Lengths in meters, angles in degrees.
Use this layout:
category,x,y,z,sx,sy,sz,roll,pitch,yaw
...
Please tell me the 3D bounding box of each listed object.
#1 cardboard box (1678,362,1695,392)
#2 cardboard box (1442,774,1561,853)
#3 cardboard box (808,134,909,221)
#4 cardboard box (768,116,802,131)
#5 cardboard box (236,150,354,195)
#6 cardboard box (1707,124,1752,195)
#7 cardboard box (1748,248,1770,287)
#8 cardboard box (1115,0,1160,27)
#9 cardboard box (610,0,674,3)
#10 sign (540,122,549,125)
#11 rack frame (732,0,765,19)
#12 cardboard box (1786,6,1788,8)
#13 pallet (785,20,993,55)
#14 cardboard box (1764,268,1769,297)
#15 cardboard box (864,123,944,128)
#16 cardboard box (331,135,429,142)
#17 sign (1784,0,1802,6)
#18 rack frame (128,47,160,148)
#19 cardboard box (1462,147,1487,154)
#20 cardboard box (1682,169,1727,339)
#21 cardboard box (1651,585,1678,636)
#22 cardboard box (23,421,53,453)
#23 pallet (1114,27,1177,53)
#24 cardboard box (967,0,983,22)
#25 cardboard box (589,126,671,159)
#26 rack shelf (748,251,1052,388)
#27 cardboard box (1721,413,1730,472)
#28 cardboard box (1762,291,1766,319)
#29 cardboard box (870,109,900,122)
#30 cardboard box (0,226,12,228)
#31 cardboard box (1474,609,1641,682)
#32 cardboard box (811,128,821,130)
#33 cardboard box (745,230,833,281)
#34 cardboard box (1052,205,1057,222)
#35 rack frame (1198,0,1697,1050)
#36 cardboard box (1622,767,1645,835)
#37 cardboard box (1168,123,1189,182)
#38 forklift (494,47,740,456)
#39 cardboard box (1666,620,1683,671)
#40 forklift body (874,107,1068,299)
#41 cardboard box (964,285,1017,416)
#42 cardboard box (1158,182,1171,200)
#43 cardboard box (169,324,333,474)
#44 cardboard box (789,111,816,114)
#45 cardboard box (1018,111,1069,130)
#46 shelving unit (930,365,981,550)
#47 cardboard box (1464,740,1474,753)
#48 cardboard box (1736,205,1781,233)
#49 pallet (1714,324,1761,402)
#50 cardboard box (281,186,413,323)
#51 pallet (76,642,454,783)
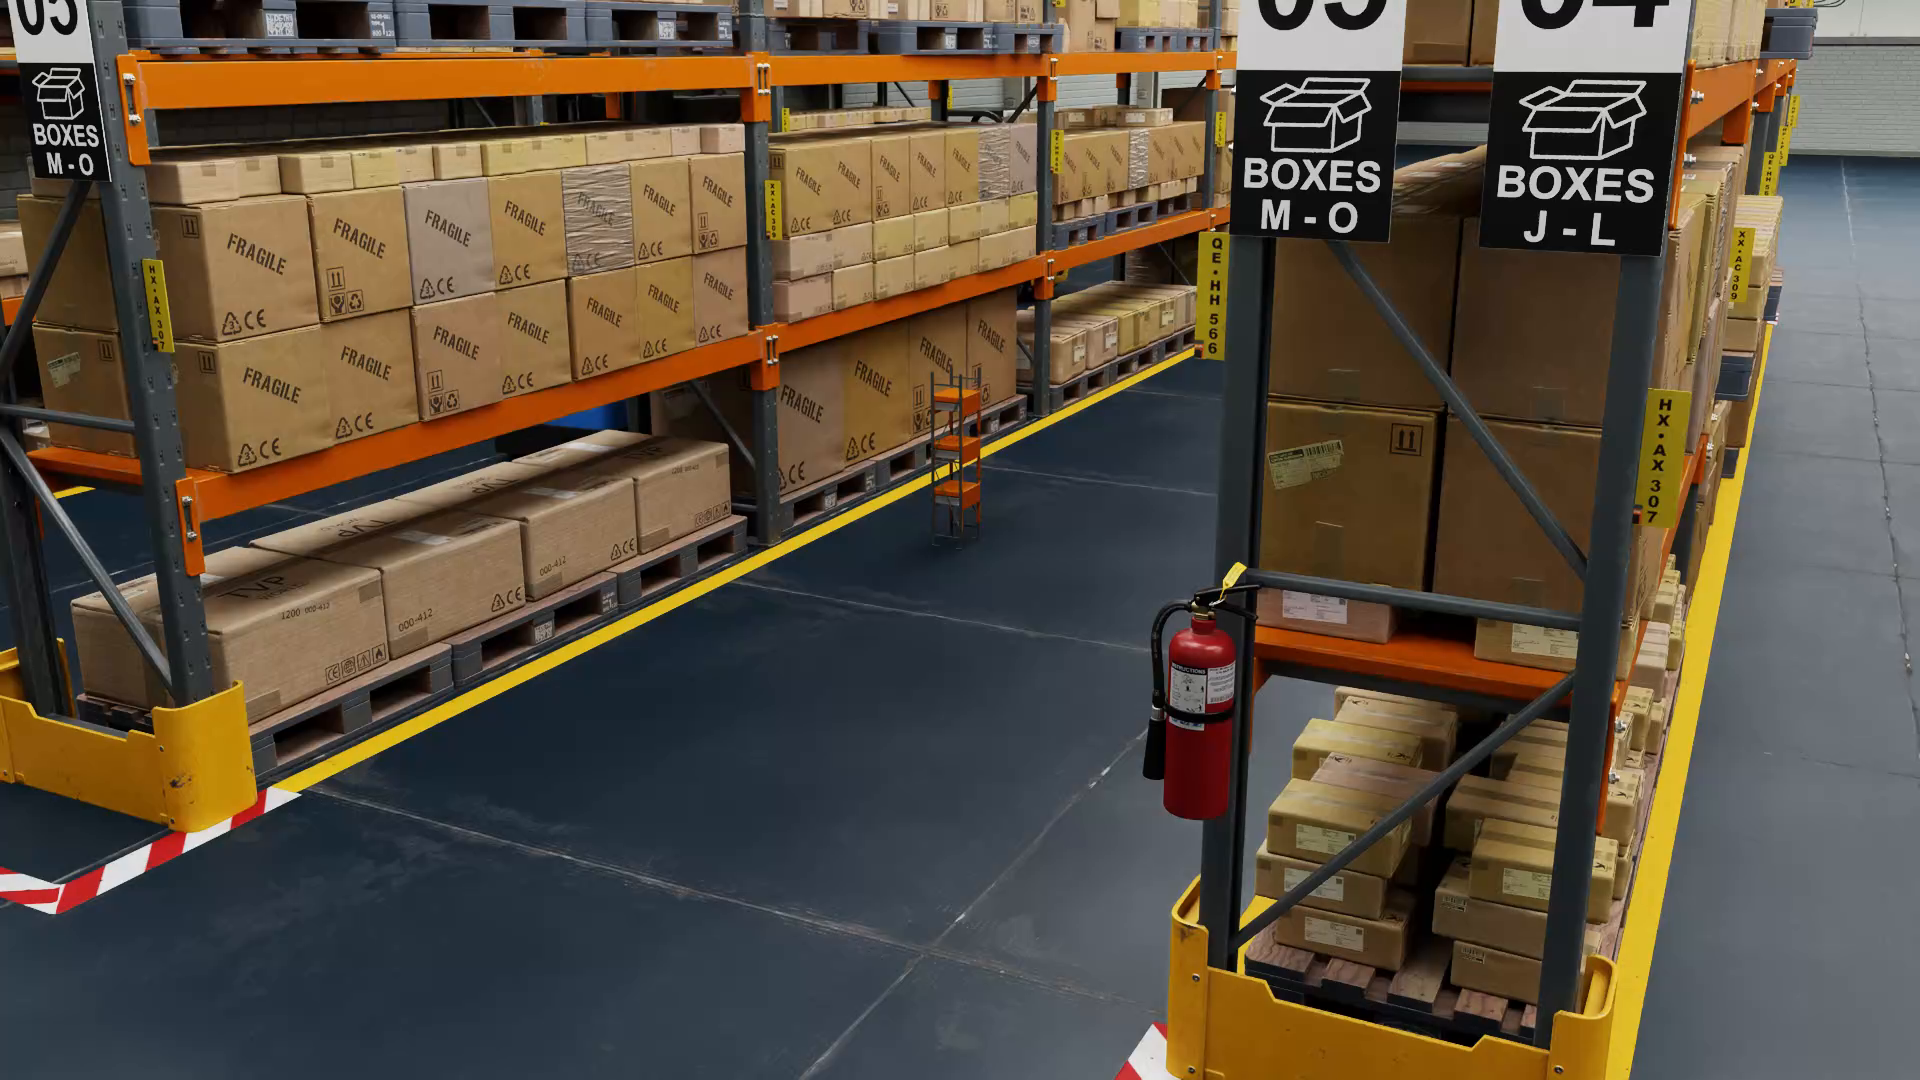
category,x,y,z,sx,sy,sz,roll,pitch,yaw
cardboard box,2.038,-0.375,5.320,0.500,0.500,0.500,8,18,26
cardboard box,1.697,0.862,5.079,0.380,0.149,0.250,8,19,26
cardboard box,-0.660,-2.329,10.664,0.500,0.500,0.500,8,18,24
cardboard box,-2.002,-4.679,18.671,0.380,0.149,0.250,9,19,26
cardboard box,-2.652,-1.467,6.625,0.380,0.149,0.250,9,19,27
cardboard box,5.380,-2.780,12.186,0.700,0.500,0.500,8,18,25
cardboard box,3.518,-1.269,7.688,0.380,0.149,0.250,9,19,28
cardboard box,1.441,-4.645,14.653,0.500,0.250,0.500,8,18,26
cardboard box,-1.660,-2.761,8.313,0.380,0.149,0.250,9,19,27
sign,-3.708,-3.565,14.865,0.100,0.325,0.005,8,18,25
rack frame,-1.543,-4.341,8.835,1.000,3.000,0.127,8,18,25
cardboard box,5.919,-4.069,12.431,0.500,0.311,0.500,7,18,23
pallet,-0.493,-3.376,11.184,1.003,0.211,1.213,9,19,28
cardboard box,3.863,-1.325,8.398,0.380,0.149,0.250,7,18,23
cardboard box,-0.408,-2.789,12.216,0.500,0.500,0.500,8,18,26
cardboard box,-2.694,-1.798,7.739,0.380,0.149,0.250,9,19,27
sign,5.203,-3.496,10.351,0.100,0.325,0.005,8,18,25
rack frame,-5.985,-2.096,11.813,1.000,3.000,0.127,8,18,25
cardboard box,2.293,-1.313,6.723,0.500,0.500,0.500,7,18,24
cardboard box,2.278,-0.982,5.608,0.500,0.500,0.500,7,18,24
cardboard box,2.821,0.277,7.048,0.380,0.149,0.250,8,18,25
cardboard box,-6.131,-0.716,11.232,0.396,0.266,0.258,9,19,27
pallet,1.200,-4.443,14.775,1.213,0.211,1.003,8,18,25
cardboard box,-0.058,-3.664,11.321,0.396,0.266,0.258,8,18,24
cardboard box,-1.731,-2.069,8.651,0.380,0.149,0.250,8,18,25
rack shelf,-0.649,-1.630,11.507,1.077,0.370,4.000,8,18,25
cardboard box,4.658,-0.682,10.706,0.500,0.500,0.500,8,18,25
cardboard box,3.979,-1.247,8.659,0.380,0.149,0.250,7,18,23
cardboard box,-0.964,-5.265,20.644,0.380,0.149,0.250,9,19,27
cardboard box,-6.666,-1.946,11.049,0.500,0.250,0.500,8,18,25
cardboard box,1.581,0.237,4.399,0.380,0.149,0.250,8,18,25
cardboard box,-1.827,-4.676,19.185,0.380,0.149,0.250,8,18,25
cardboard box,-1.094,-1.709,9.896,0.500,0.250,0.500,8,18,24
cardboard box,0.556,-2.624,13.295,0.380,0.149,0.250,7,18,22
rack frame,1.143,0.158,4.226,1.000,3.000,0.127,8,18,25
cardboard box,2.243,0.908,5.968,0.380,0.149,0.250,7,18,23
cardboard box,1.810,-3.622,15.514,0.500,0.500,0.500,8,18,26
forklift,-2.290,-2.305,12.637,1.130,2.935,3.031,7,18,22
cardboard box,2.861,0.423,7.079,0.380,0.149,0.250,7,18,23
forklift body,0.162,-4.030,19.817,2.313,2.155,1.214,8,18,25
cardboard box,-0.138,-1.502,12.806,0.875,0.875,0.875,8,18,25
cardboard box,1.722,-3.217,15.292,0.380,0.149,0.250,8,18,26
cardboard box,-2.859,-0.580,6.534,0.500,0.500,0.500,8,18,25
cardboard box,-1.937,-5.077,20.012,0.380,0.149,0.250,8,18,25
cardboard box,0.723,-3.640,14.435,0.380,0.149,0.250,7,18,23
shelving unit,-0.024,-0.490,9.829,0.215,1.050,0.252,8,18,25
cardboard box,1.708,0.823,6.255,0.380,0.149,0.250,8,19,26
cardboard box,4.562,-1.864,9.691,0.380,0.149,0.250,9,19,27
pallet,3.402,-0.945,8.276,1.003,0.211,1.213,8,18,25
cardboard box,-2.636,-1.192,6.838,0.500,0.500,0.500,8,18,24
pallet,-3.043,0.677,7.375,1.003,0.211,1.213,8,18,25
